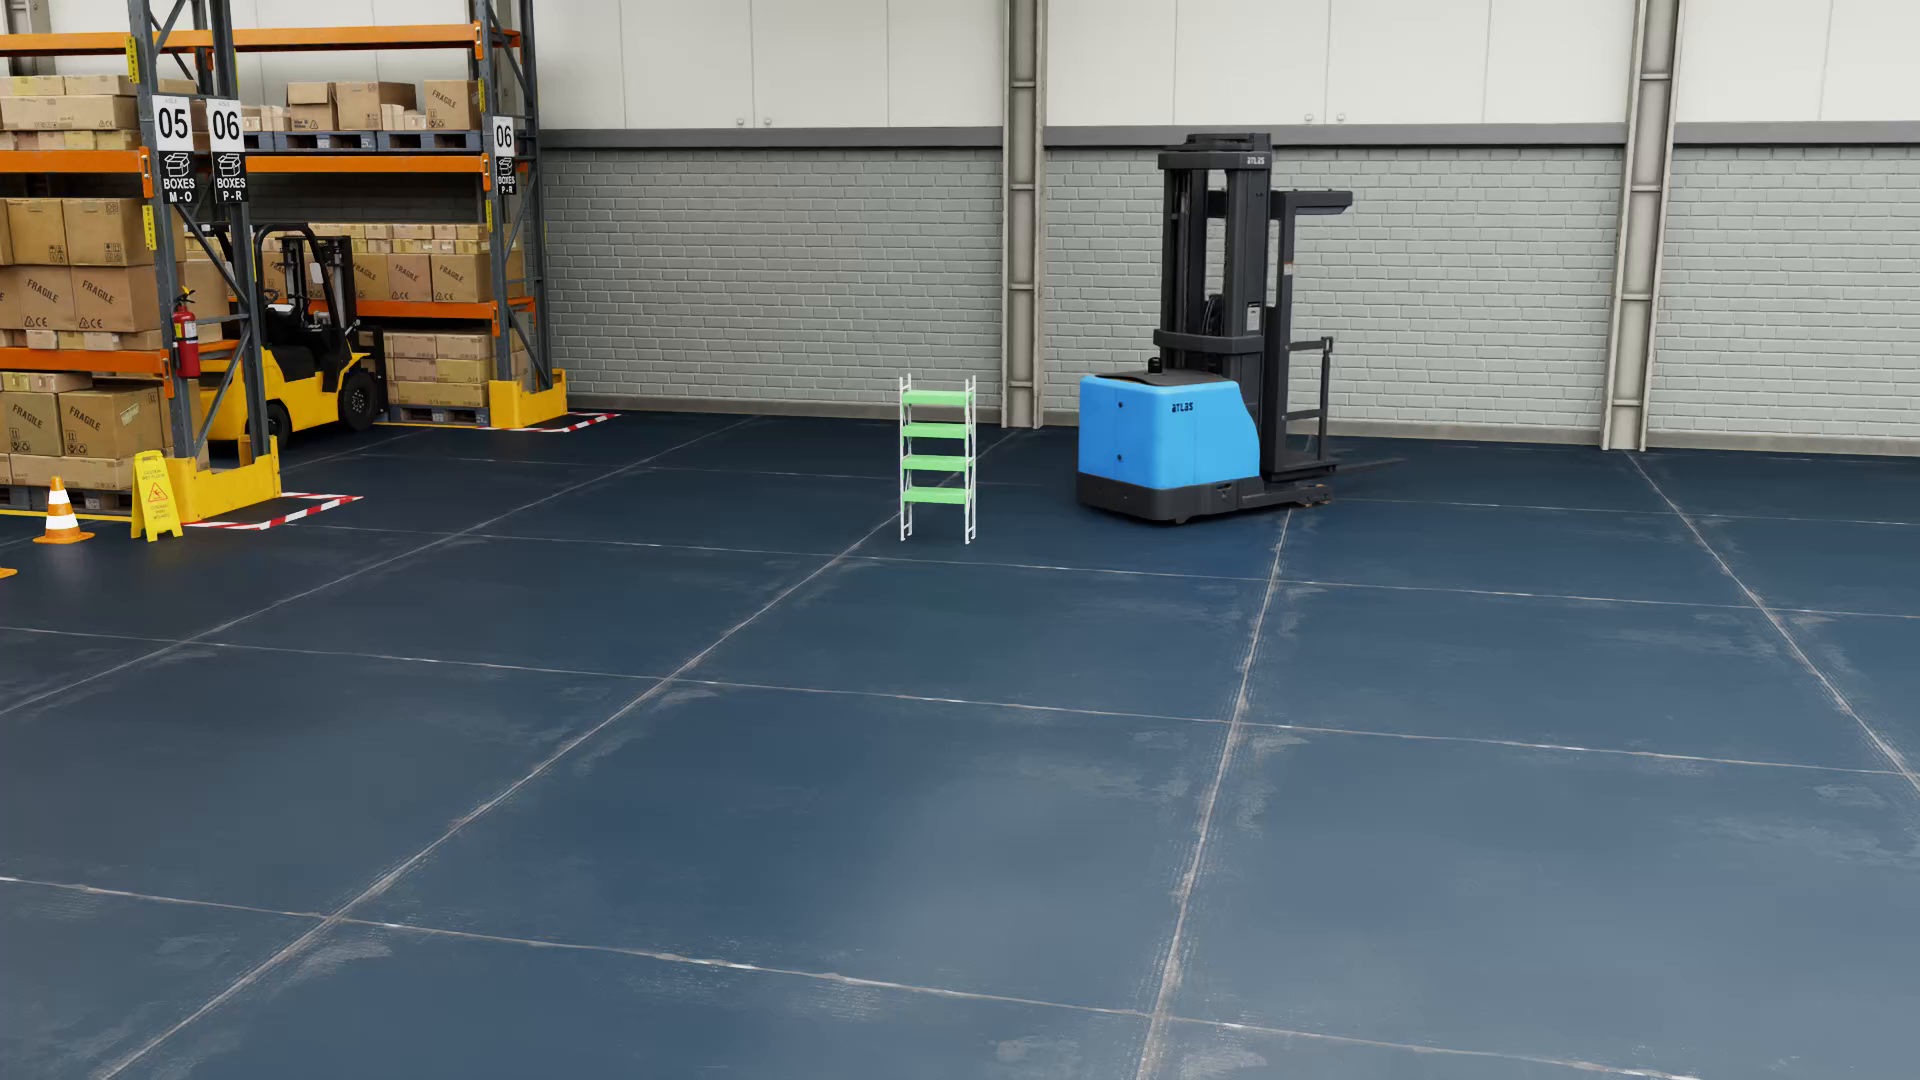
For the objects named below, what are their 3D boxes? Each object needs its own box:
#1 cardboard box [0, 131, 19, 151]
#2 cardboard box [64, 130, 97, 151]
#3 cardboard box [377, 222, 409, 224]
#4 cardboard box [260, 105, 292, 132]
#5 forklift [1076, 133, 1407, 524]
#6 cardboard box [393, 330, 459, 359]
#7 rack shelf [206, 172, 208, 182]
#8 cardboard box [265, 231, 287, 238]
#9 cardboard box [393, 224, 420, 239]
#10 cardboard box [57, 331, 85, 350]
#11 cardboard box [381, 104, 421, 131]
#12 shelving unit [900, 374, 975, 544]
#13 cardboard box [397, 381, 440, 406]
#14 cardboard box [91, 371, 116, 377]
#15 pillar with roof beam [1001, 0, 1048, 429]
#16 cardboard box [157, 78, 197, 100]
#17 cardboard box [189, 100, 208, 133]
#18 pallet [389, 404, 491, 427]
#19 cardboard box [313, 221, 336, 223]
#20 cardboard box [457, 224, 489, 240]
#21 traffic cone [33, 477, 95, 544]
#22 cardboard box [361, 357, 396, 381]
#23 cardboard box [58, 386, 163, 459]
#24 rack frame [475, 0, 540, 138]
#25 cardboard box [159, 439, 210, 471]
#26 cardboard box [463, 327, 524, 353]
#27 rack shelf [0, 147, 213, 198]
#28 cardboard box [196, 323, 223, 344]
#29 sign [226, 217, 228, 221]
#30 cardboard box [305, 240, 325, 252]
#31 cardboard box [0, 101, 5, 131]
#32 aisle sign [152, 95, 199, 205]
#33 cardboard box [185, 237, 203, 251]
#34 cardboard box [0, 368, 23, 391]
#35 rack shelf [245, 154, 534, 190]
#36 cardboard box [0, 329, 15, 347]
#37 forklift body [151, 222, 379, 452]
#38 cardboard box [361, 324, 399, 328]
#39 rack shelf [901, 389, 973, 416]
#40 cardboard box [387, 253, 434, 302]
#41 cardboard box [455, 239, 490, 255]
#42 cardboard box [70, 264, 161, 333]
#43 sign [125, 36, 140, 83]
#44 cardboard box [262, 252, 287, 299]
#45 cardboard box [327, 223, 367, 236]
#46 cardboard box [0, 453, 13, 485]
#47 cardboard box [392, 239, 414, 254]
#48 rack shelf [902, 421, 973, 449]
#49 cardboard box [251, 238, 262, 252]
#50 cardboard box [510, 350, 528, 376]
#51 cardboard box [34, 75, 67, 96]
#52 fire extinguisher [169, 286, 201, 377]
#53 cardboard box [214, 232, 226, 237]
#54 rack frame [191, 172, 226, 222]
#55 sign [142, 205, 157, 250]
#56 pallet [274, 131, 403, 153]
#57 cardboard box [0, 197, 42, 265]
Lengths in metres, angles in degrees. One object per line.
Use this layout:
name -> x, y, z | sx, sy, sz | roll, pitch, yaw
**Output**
cardboard box -> -7.282, -3.081, 12.849 | 0.250, 0.149, 0.380 | 3, 13, 13
cardboard box -> -6.549, -3.030, 12.619 | 0.250, 0.149, 0.380 | 3, 13, 14
cardboard box -> -6.211, -3.429, 18.351 | 0.250, 0.149, 0.380 | 3, 13, 12
cardboard box -> -7.216, -4.486, 17.711 | 0.258, 0.266, 0.396 | 3, 13, 12
forklift -> 2.429, -1.779, 13.487 | 3.031, 2.935, 1.130 | -9, 15, -34
cardboard box -> -5.719, -2.101, 17.847 | 0.500, 0.250, 0.500 | 3, 13, 15
rack shelf -> -10.525, -4.191, 18.933 | 4.000, 0.370, 1.077 | 3, 13, 14
cardboard box -> -7.336, -3.357, 18.024 | 0.250, 0.149, 0.380 | 3, 13, 13
cardboard box -> -5.830, -3.294, 17.740 | 0.250, 0.149, 0.380 | 3, 13, 14
cardboard box -> -6.817, -1.582, 13.017 | 0.250, 0.149, 0.380 | 3, 13, 13
cardboard box -> -5.824, -4.411, 17.375 | 0.258, 0.266, 0.396 | 3, 13, 14
shelving unit -> -0.161, -0.594, 12.142 | 0.503, 1.200, 0.258 | 3, 13, 14
cardboard box -> -5.713, -1.615, 17.965 | 0.500, 0.250, 0.500 | 3, 13, 14
cardboard box -> -9.845, -2.086, 19.224 | 0.625, 0.625, 0.875 | 3, 13, 13
pillar with roof beam -> -0.367, -4.704, 12.660 | 0.400, 9.000, 9.100 | 3, 13, 14
cardboard box -> -6.182, -3.515, 12.963 | 0.250, 0.149, 0.380 | 3, 13, 13
cardboard box -> -6.310, -3.341, 13.100 | 0.500, 0.250, 0.500 | 3, 13, 13
pallet -> -5.453, -1.436, 18.218 | 1.213, 0.211, 1.003 | 3, 13, 14
cardboard box -> -6.966, -3.458, 18.481 | 0.250, 0.149, 0.380 | 3, 13, 13
cardboard box -> -5.098, -3.251, 17.547 | 0.250, 0.149, 0.380 | 3, 13, 14
traffic cone -> -6.612, -0.235, 12.224 | 0.334, 0.463, 0.336 | 3, 13, 14
cardboard box -> -6.238, -1.883, 18.021 | 0.500, 0.250, 0.500 | 3, 13, 12
cardboard box -> -6.726, -0.938, 13.182 | 0.500, 0.500, 0.500 | 3, 13, 14
rack frame -> -4.700, -5.695, 17.127 | 0.127, 3.000, 1.000 | 3, 13, 14
cardboard box -> -6.603, -0.685, 13.774 | 0.500, 0.250, 0.500 | 3, 13, 13
cardboard box -> -5.122, -2.182, 18.213 | 0.500, 0.250, 0.500 | 3, 13, 13
rack shelf -> -7.828, -2.939, 13.292 | 4.000, 0.370, 1.077 | 3, 13, 14
cardboard box -> -6.166, -1.661, 13.374 | 0.250, 0.149, 0.380 | 3, 13, 14
sign -> -8.452, -3.552, 19.136 | 0.005, 0.325, 0.100 | 3, 13, 14
cardboard box -> -6.841, -3.183, 17.927 | 0.250, 0.149, 0.380 | 3, 13, 12
cardboard box -> -7.440, -3.281, 12.830 | 0.500, 0.250, 0.500 | 3, 13, 15
aisle sign -> -5.895, -2.927, 12.500 | 0.004, 0.787, 0.394 | 3, 13, 14
cardboard box -> -8.337, -3.267, 18.307 | 0.250, 0.149, 0.380 | 3, 13, 13
cardboard box -> -7.597, -1.287, 13.259 | 0.250, 0.149, 0.380 | 4, 13, 16
rack shelf -> -6.642, -3.983, 17.998 | 4.000, 0.370, 1.077 | 3, 13, 14
cardboard box -> -7.559, -1.626, 13.216 | 0.250, 0.149, 0.380 | 3, 13, 13
forklift body -> -6.978, -2.067, 16.583 | 1.214, 2.155, 2.313 | 3, 13, 14
cardboard box -> -6.586, -2.263, 18.580 | 0.500, 0.250, 0.500 | 3, 13, 12
rack shelf -> -0.161, -1.001, 12.052 | 0.480, 0.148, 0.258 | 3, 13, 14
cardboard box -> -5.742, -2.814, 17.762 | 0.500, 0.500, 0.500 | 3, 13, 15
cardboard box -> -5.104, -3.091, 17.511 | 0.250, 0.149, 0.380 | 3, 13, 14
cardboard box -> -6.479, -1.887, 12.894 | 0.500, 0.500, 0.500 | 3, 13, 13
sign -> -6.038, -3.503, 12.129 | 0.005, 0.325, 0.100 | 3, 13, 14
cardboard box -> -7.214, -2.895, 18.127 | 0.500, 0.500, 0.500 | 3, 13, 13
cardboard box -> -6.589, -3.330, 17.901 | 0.250, 0.149, 0.380 | 3, 13, 14
cardboard box -> -7.746, -0.625, 13.503 | 0.500, 0.250, 0.500 | 3, 13, 12
cardboard box -> -5.834, -3.139, 17.730 | 0.250, 0.149, 0.380 | 3, 13, 13
rack shelf -> -0.161, -0.766, 12.104 | 0.480, 0.148, 0.258 | 3, 13, 14
cardboard box -> -7.604, -3.218, 18.086 | 0.250, 0.149, 0.380 | 3, 13, 15
cardboard box -> -5.107, -1.941, 18.282 | 0.500, 0.250, 0.500 | 3, 13, 15
cardboard box -> -6.778, -3.440, 12.625 | 0.250, 0.149, 0.380 | 3, 13, 13
fire extinguisher -> -5.885, -1.582, 12.616 | 0.183, 0.674, 0.296 | 3, 13, 14
cardboard box -> -8.065, -3.415, 18.284 | 0.250, 0.149, 0.380 | 3, 13, 14
rack frame -> -8.584, -2.974, 18.712 | 0.127, 3.000, 1.000 | 3, 13, 14
sign -> -6.038, -2.326, 12.390 | 0.005, 0.325, 0.100 | 3, 13, 14
pallet -> -6.569, -4.292, 17.935 | 1.213, 0.211, 1.003 | 3, 13, 14
cardboard box -> -7.444, -2.418, 12.980 | 0.500, 0.500, 0.700 | 3, 13, 13
